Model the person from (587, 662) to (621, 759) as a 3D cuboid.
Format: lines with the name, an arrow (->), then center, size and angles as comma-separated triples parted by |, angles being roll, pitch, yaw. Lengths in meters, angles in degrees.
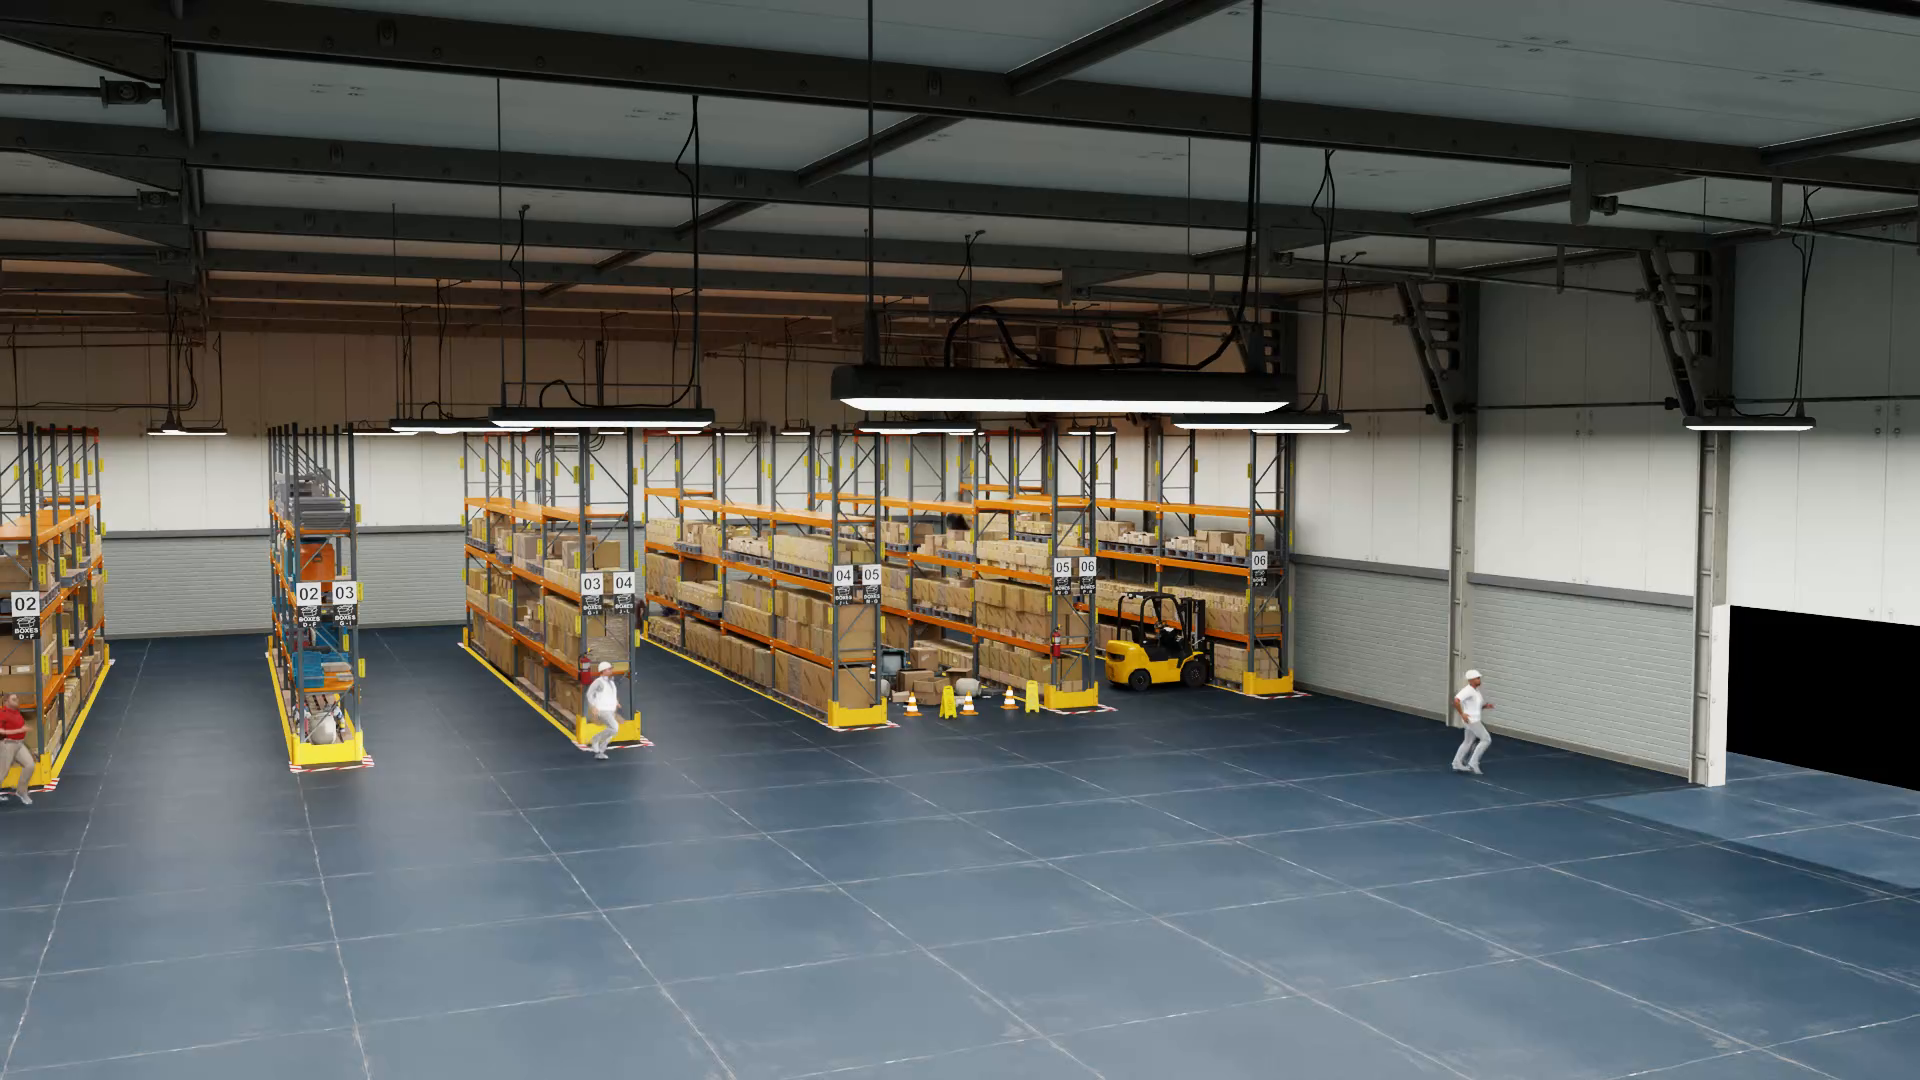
person -> -6.318, 3.047, 29.874 | 0.538, 1.700, 0.684 | 1, 4, 18

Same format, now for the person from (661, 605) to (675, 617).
person -> -8.608, 1.929, 49.384 | 0.536, 1.587, 0.651 | 1, 4, 18

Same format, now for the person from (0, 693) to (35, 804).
person -> -14.824, 3.282, 26.015 | 0.756, 1.783, 0.659 | 0, 4, 7

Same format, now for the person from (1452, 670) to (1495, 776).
person -> 8.761, 3.110, 28.357 | 0.692, 1.781, 0.685 | 1, 4, 19

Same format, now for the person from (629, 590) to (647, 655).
person -> -8.579, 2.168, 43.800 | 0.684, 1.750, 0.683 | -1, 4, -22
